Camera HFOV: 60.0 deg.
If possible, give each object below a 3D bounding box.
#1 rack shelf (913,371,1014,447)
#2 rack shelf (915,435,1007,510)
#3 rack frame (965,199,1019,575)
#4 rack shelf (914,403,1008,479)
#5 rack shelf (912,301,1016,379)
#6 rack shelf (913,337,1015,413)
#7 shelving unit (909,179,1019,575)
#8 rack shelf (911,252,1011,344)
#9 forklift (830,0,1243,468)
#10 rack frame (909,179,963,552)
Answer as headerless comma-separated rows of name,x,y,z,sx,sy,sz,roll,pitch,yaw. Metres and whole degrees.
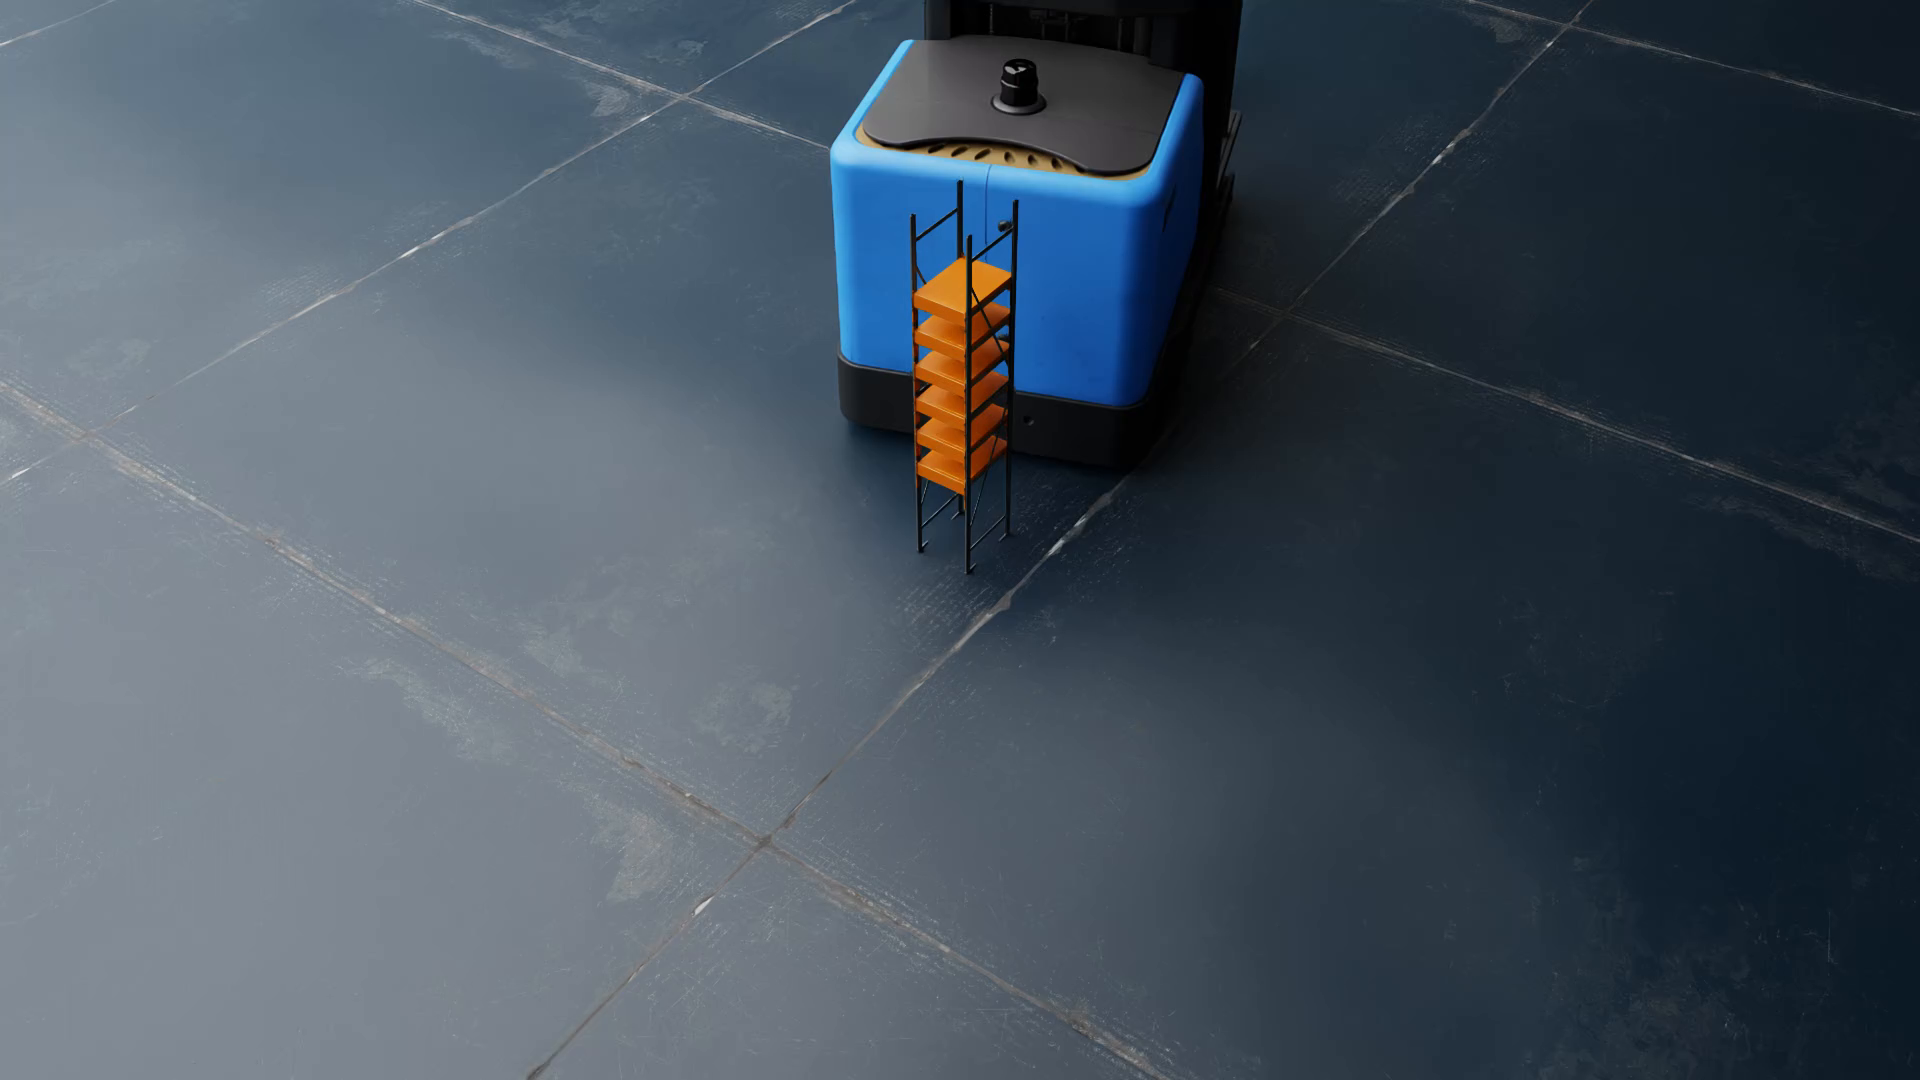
rack shelf,0.012,-0.408,4.873,0.180,0.103,0.258,25,48,25
rack shelf,0.012,-0.230,5.033,0.180,0.103,0.258,25,48,25
rack frame,0.087,-0.407,4.805,0.006,1.200,0.240,25,48,25
rack shelf,0.012,-0.319,4.953,0.180,0.103,0.258,25,48,25
rack shelf,0.012,-0.587,4.713,0.180,0.103,0.258,25,48,25
rack shelf,0.012,-0.498,4.793,0.180,0.103,0.258,25,48,25
shelving unit,0.012,-0.442,4.844,0.189,1.200,0.258,25,48,25
rack shelf,0.012,-0.677,4.633,0.180,0.103,0.258,25,48,25
forklift,0.475,-2.323,5.648,1.130,2.935,3.031,10,43,11
rack frame,-0.063,-0.477,4.883,0.006,1.200,0.240,25,48,25
